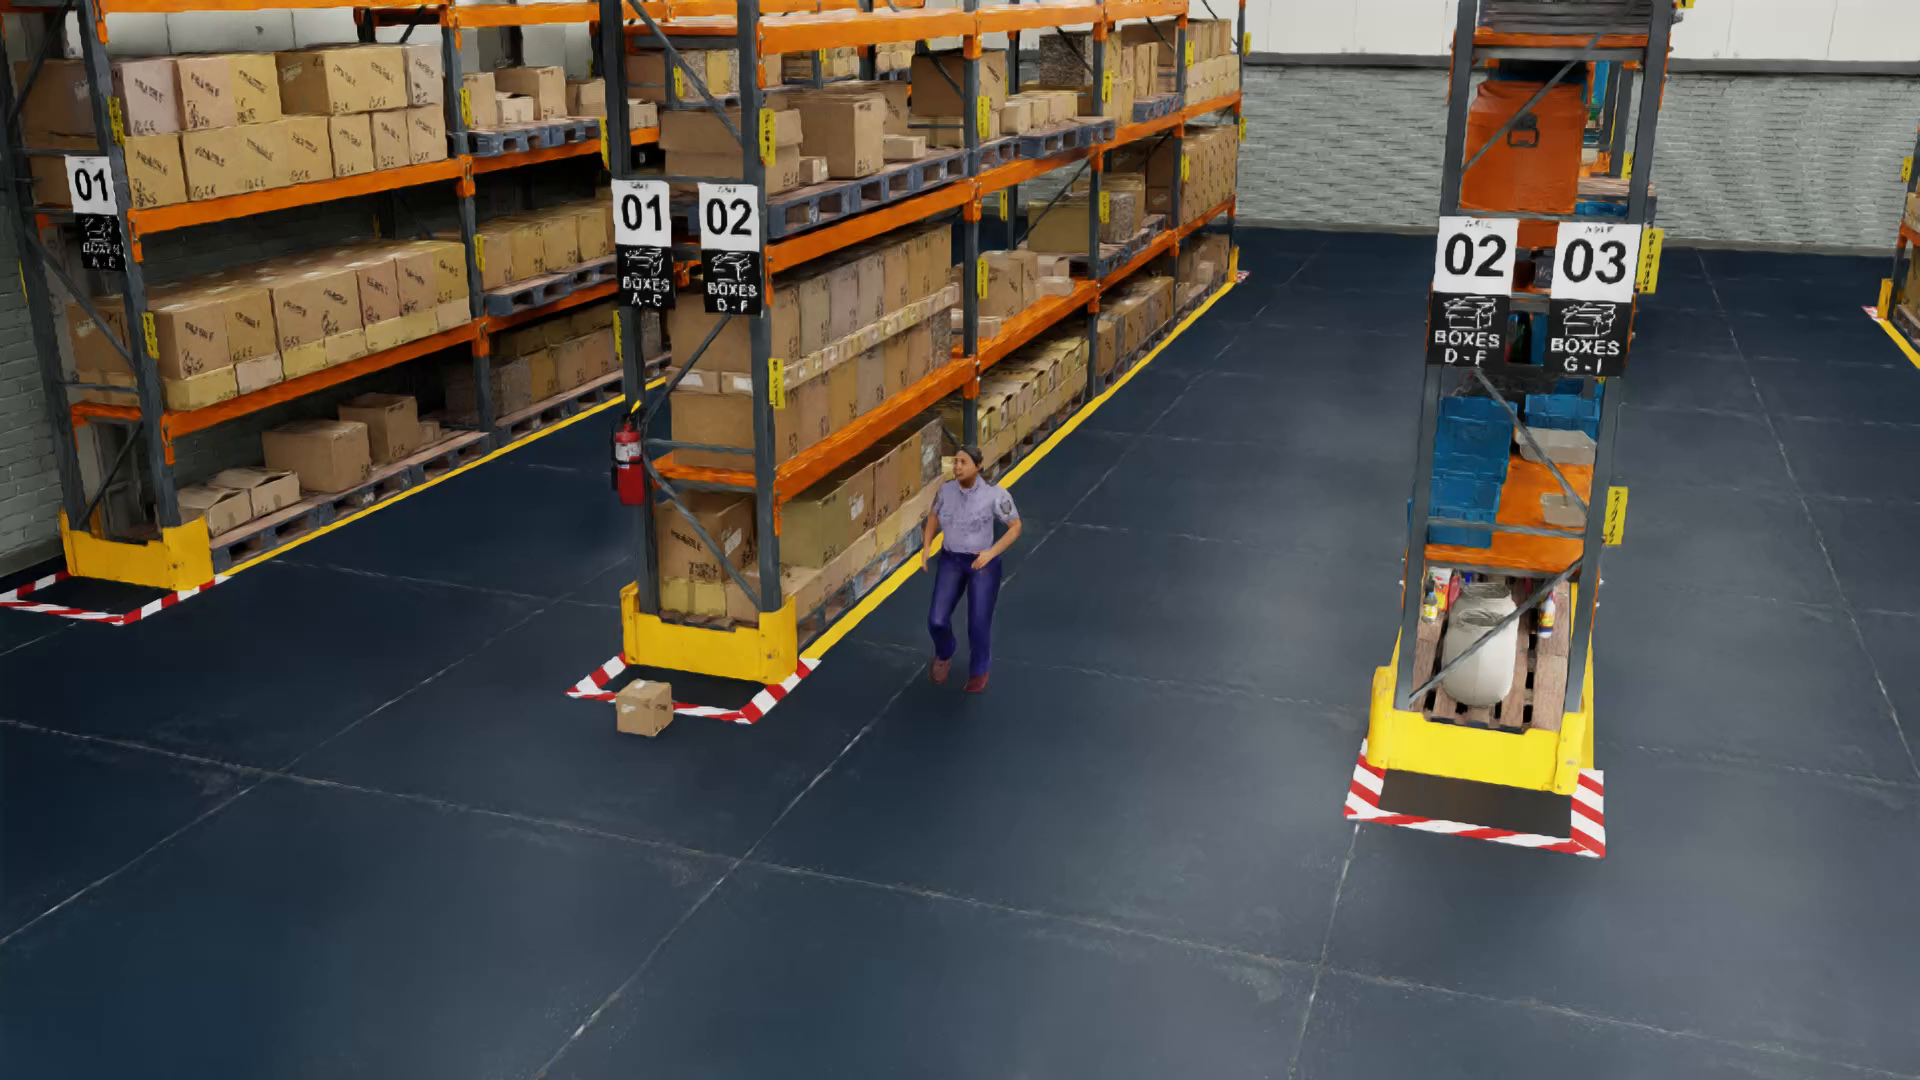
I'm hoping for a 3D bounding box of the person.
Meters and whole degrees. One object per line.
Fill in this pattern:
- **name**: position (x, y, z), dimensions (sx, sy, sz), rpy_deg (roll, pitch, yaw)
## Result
- **person**: position (0.057, 0.197, 10.590), dimensions (0.665, 1.597, 0.530), rpy_deg (5, 19, 14)
